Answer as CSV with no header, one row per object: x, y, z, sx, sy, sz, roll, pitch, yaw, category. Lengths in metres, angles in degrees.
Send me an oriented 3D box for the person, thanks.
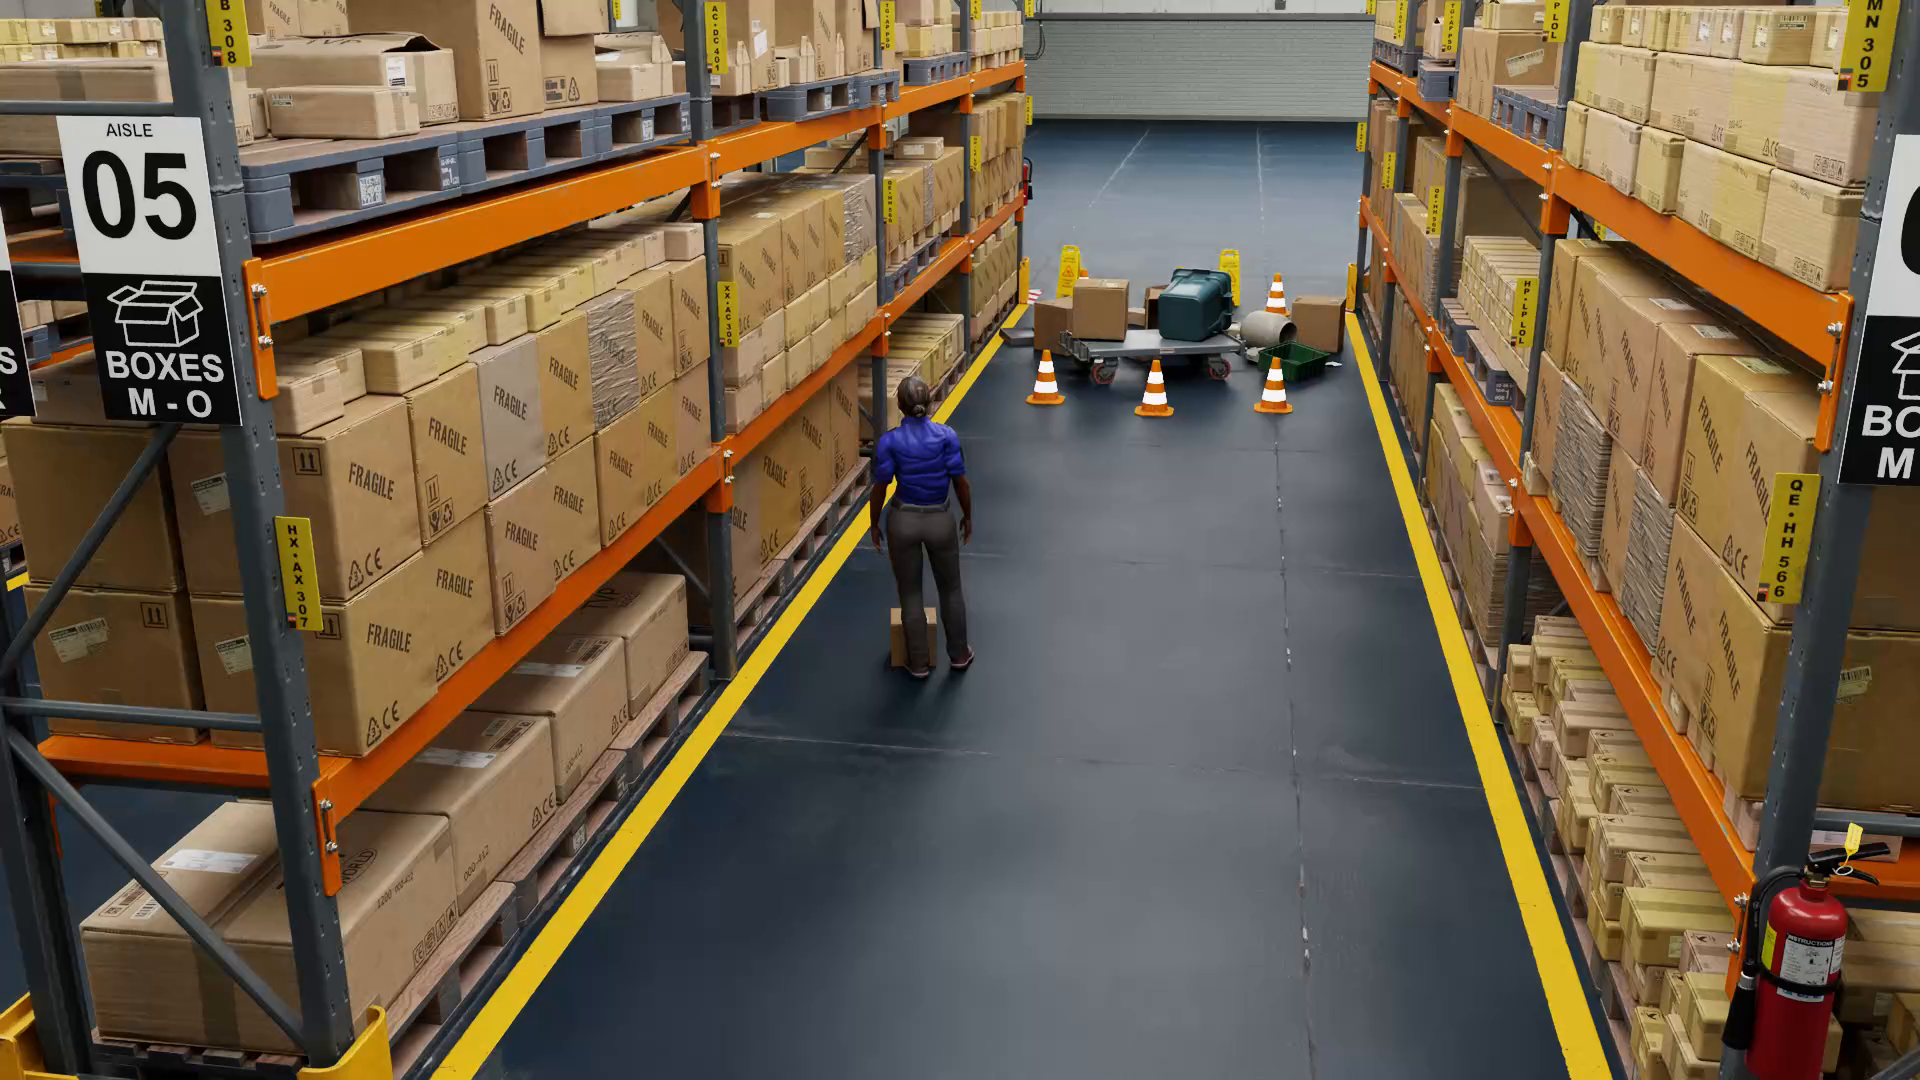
-0.195,-0.082,8.788,0.569,1.655,0.504,-1,18,-4,person
